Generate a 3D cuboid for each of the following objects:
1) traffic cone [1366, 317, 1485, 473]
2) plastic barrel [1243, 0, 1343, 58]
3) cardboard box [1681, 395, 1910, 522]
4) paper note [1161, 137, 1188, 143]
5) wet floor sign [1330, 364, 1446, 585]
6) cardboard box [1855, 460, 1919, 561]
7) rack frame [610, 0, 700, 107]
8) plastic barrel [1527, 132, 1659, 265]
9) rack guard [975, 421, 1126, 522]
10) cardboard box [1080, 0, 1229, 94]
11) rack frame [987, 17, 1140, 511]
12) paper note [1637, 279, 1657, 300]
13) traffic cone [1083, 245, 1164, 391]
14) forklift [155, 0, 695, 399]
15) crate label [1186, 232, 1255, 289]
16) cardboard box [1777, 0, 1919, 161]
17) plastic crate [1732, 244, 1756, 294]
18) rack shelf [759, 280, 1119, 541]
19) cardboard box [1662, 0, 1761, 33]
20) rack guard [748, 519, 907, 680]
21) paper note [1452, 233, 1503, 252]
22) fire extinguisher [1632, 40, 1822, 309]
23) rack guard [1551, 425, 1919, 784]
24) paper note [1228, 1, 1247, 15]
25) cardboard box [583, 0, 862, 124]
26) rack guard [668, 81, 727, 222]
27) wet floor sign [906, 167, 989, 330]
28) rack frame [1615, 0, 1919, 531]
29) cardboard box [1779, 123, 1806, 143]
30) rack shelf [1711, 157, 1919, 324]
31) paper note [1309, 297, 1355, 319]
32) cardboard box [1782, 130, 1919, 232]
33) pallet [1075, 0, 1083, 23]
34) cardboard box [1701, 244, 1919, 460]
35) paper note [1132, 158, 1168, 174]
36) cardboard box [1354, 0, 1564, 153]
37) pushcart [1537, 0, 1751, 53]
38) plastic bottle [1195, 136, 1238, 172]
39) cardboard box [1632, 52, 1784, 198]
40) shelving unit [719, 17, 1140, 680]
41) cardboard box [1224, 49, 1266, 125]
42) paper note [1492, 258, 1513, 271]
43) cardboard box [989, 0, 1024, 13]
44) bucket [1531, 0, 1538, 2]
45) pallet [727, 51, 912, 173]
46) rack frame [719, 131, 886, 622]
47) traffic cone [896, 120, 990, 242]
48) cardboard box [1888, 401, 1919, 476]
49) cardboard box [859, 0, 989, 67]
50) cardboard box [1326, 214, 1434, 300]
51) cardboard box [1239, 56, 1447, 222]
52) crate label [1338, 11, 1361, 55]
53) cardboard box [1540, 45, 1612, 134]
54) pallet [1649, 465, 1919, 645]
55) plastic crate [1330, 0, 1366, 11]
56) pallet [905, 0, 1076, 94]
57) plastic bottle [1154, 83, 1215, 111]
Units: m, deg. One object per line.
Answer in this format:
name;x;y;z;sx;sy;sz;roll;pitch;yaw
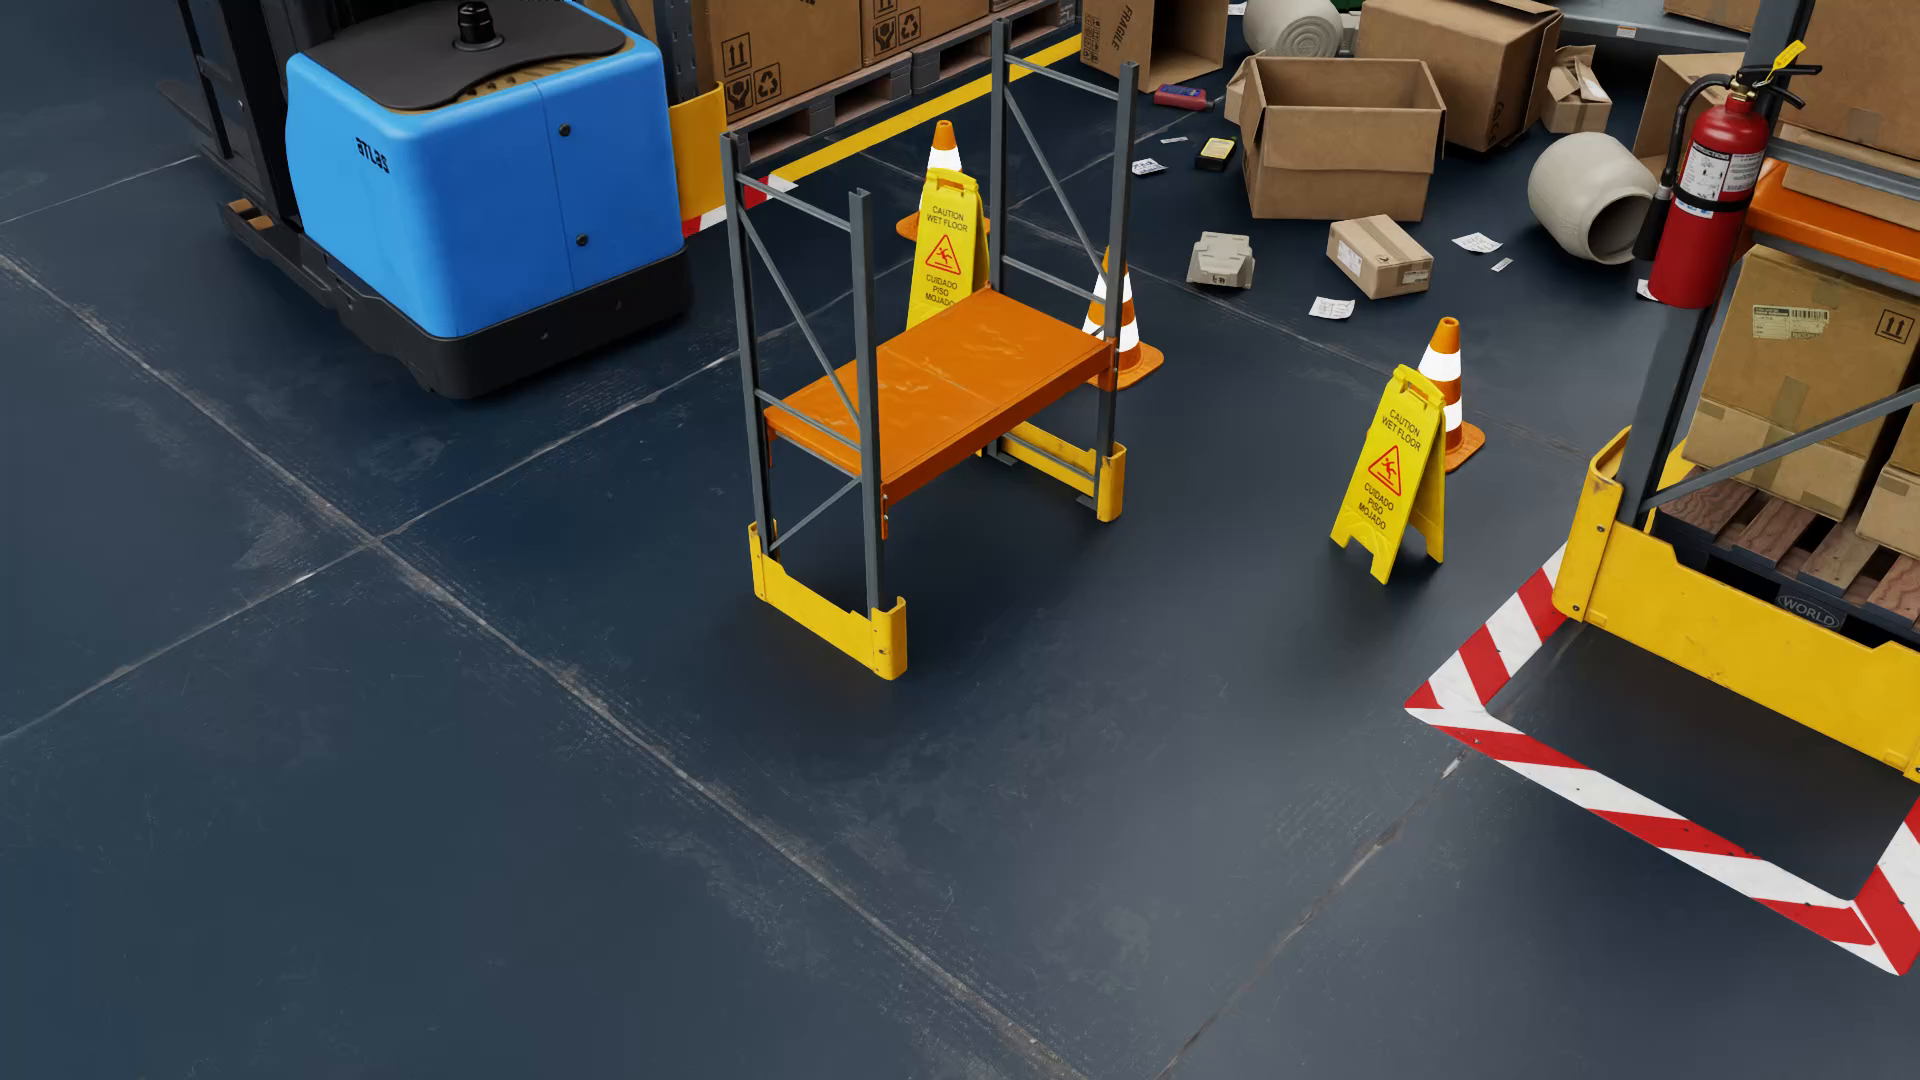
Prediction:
traffic cone;1.591;-0.527;5.541;0.336;0.463;0.334;30;47;32
plastic barrel;1.596;-2.477;8.024;0.421;0.421;0.512;-5;39;-6
cardboard box;2.616;-0.364;5.170;0.500;0.250;0.500;29;47;32
paper note;0.969;-1.808;7.516;0.123;0.001;0.032;-11;40;-14
wet floor sign;1.335;-0.221;5.010;0.232;0.644;0.267;-18;42;-21
cardboard box;3.001;-0.123;4.867;0.500;0.250;0.500;29;47;32
rack frame;-1.469;-2.813;6.377;1.000;3.000;0.127;30;47;32
plastic barrel;2.529;-1.357;6.616;0.421;0.421;0.512;-5;39;-6
rack guard;0.285;-0.292;5.416;0.587;0.250;0.087;30;47;32
cardboard box;0.940;-2.529;8.027;0.500;0.500;0.500;-26;45;-29
rack frame;0.285;-0.781;5.028;0.500;1.500;0.032;30;47;32
paper note;2.704;-0.973;6.449;0.142;0.019;0.148;14;41;17
traffic cone;0.542;-0.837;5.930;0.336;0.463;0.334;30;47;32
forklift;-2.358;-2.467;5.998;1.130;2.935;3.031;-29;47;-32
crate label;1.027;-1.096;6.519;0.250;0.136;0.298;8;39;10
cardboard box;2.416;-1.301;4.157;0.500;0.500;0.500;29;47;31
plastic crate;3.287;-1.099;6.567;0.402;0.080;0.583;14;41;17
rack shelf;-0.058;-0.407;4.846;0.538;0.185;1.000;30;47;32
cardboard box;3.617;-2.670;7.598;0.500;0.500;0.500;30;47;32
rack guard;-0.387;0.166;4.840;0.587;0.250;0.087;30;47;32
paper note;2.105;-1.211;6.758;0.142;0.019;0.148;-18;42;-21
fire extinguisher;1.835;-0.891;4.023;0.296;0.674;0.183;30;47;32
rack guard;2.304;0.163;4.643;1.175;0.500;0.348;30;47;32
paper note;1.444;-2.799;8.745;0.147;0.020;0.142;2;39;2
cardboard box;-1.060;-2.485;7.334;0.875;0.875;0.875;30;47;32
rack guard;-1.485;-1.823;7.141;1.175;0.500;0.348;30;47;32
wet floor sign;-0.027;-1.046;6.048;0.267;0.644;0.232;22;43;25
rack frame;2.253;-0.781;3.822;1.000;3.000;0.127;30;47;32
cardboard box;2.436;-1.107;4.434;0.380;0.149;0.250;29;47;31
rack shelf;3.602;-1.418;5.201;1.077;0.370;4.000;30;47;32
paper note;1.421;-0.889;6.343;0.148;0.019;0.142;14;41;17
cardboard box;2.347;-0.944;4.229;0.380;0.149;0.250;31;48;33
pallet;0.659;-3.242;9.158;1.003;0.211;1.213;30;47;32
cardboard box;2.601;-0.640;4.914;0.500;0.500;0.500;30;47;32
paper note;0.814;-1.638;7.287;0.142;0.017;0.144;-18;42;-21
cardboard box;2.194;-2.160;7.453;0.797;0.637;0.503;30;47;32
pushcart;3.235;-2.526;8.124;1.648;0.377;0.936;14;41;17
plastic bottle;1.142;-1.723;7.368;0.133;0.061;0.283;14;41;17
cardboard box;3.224;-1.720;7.009;0.500;0.500;0.500;-5;39;-6
shelving unit;-0.051;-0.552;4.739;0.587;1.500;1.083;30;47;32
cardboard box;1.429;-2.017;7.573;0.258;0.266;0.396;-26;45;-29
paper note;2.160;-1.097;6.621;0.032;0.001;0.123;30;47;32
cardboard box;0.148;-3.308;8.369;0.875;0.875;0.875;30;47;32
bucket;2.839;-2.933;7.938;0.620;0.611;0.726;-10;38;-28
pallet;-0.987;-2.121;7.748;1.003;0.211;1.213;30;47;32
rack frame;-0.400;-0.314;4.440;0.500;1.500;0.032;30;47;32
traffic cone;-0.063;-1.467;6.724;0.336;0.463;0.334;30;47;32
cardboard box;3.017;-0.428;4.647;0.500;0.500;0.500;28;46;31
cardboard box;-0.468;-2.890;7.844;0.875;0.875;0.875;29;47;31
cardboard box;1.646;-1.115;6.532;0.250;0.149;0.380;-11;40;-14
cardboard box;1.569;-1.673;6.950;0.797;0.503;0.637;2;39;2
crate label;1.961;-2.550;8.347;0.298;0.136;0.250;2;39;2
cardboard box;2.818;-2.075;7.646;0.258;0.266;0.396;2;39;2
pallet;2.878;-0.082;5.184;1.003;0.211;1.213;30;47;32
plastic crate;2.079;-2.942;8.753;0.662;0.188;0.450;-11;30;-14
pallet;-0.164;-2.679;8.450;1.003;0.211;1.213;30;47;32
plastic bottle;1.065;-2.075;7.811;0.283;0.061;0.133;14;41;17
